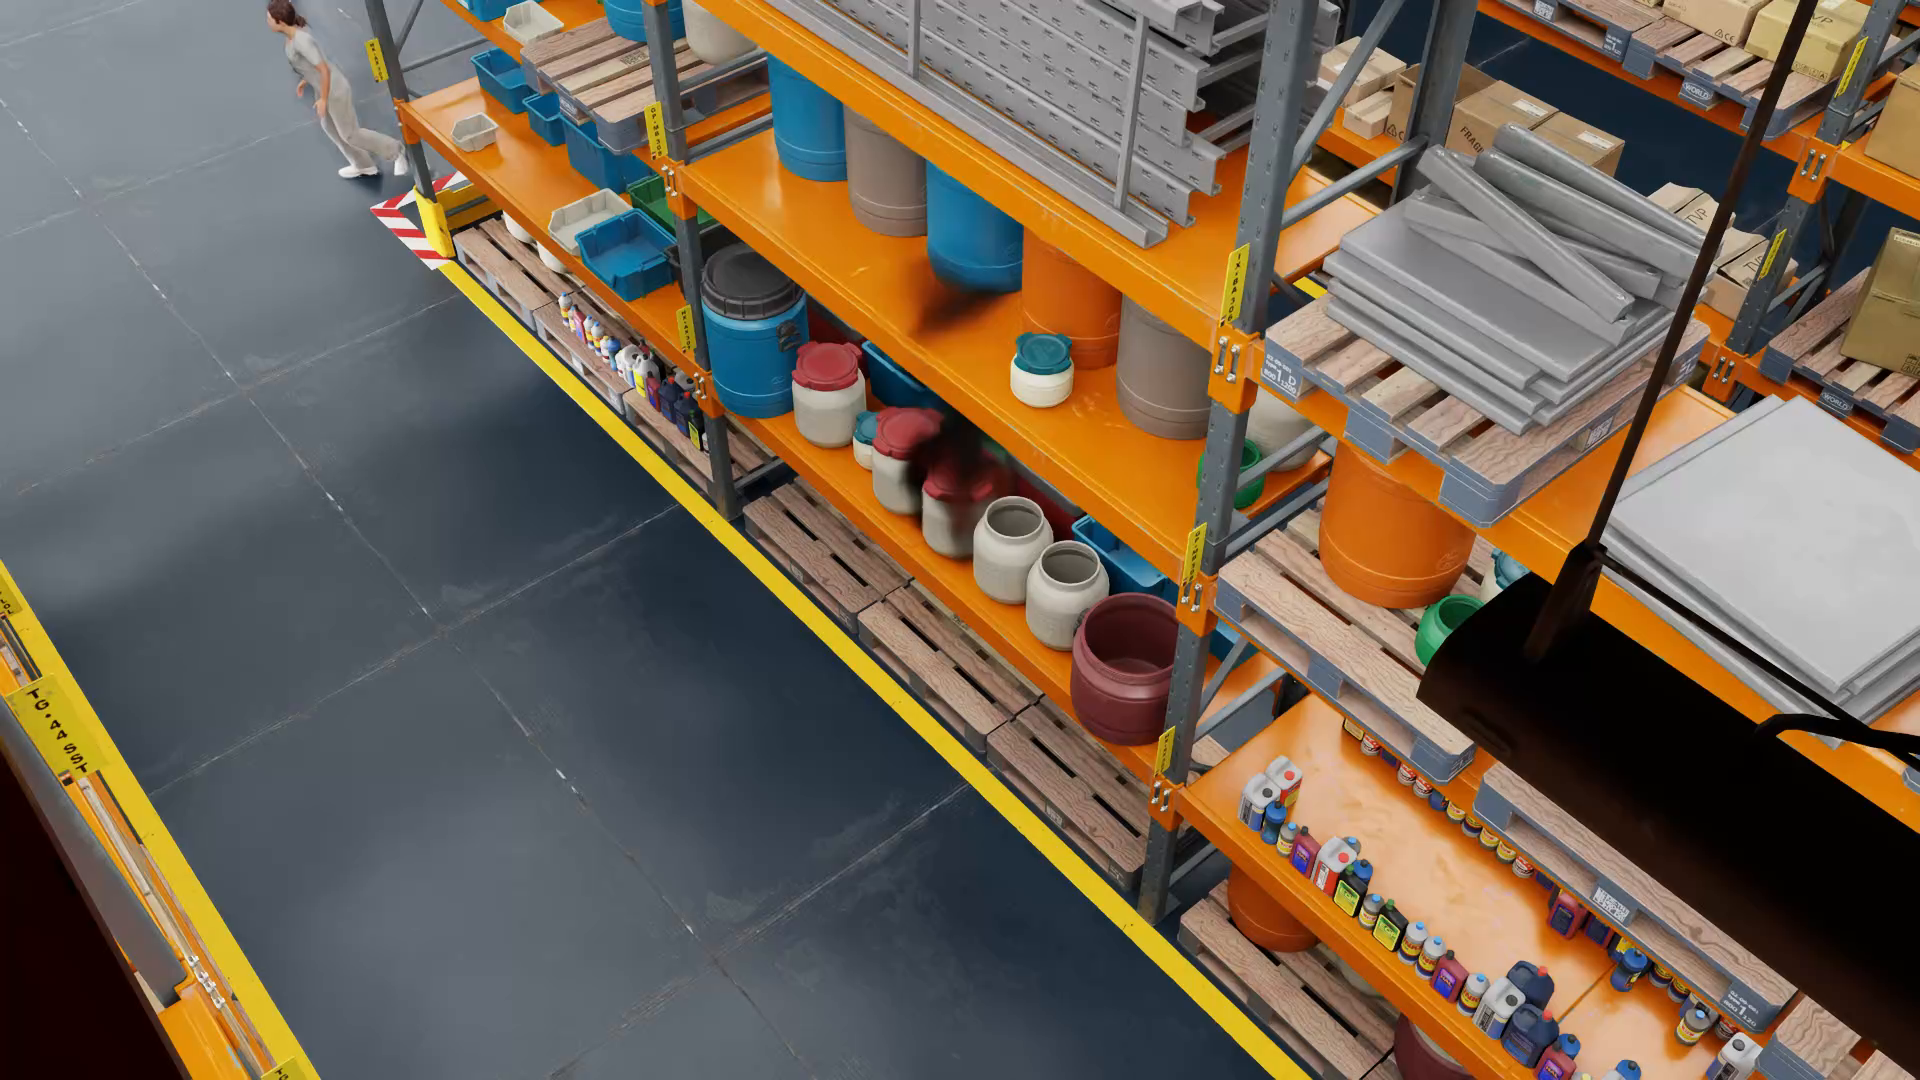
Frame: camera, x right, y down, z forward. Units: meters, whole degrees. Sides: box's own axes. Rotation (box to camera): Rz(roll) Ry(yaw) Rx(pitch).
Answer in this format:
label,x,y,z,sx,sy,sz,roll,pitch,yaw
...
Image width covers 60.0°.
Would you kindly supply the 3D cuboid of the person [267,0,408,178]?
label,x,y,z,sx,sy,sz,roll,pitch,yaw
person,-4.964,-3.612,13.307,0.718,1.602,0.583,-24,51,-21
